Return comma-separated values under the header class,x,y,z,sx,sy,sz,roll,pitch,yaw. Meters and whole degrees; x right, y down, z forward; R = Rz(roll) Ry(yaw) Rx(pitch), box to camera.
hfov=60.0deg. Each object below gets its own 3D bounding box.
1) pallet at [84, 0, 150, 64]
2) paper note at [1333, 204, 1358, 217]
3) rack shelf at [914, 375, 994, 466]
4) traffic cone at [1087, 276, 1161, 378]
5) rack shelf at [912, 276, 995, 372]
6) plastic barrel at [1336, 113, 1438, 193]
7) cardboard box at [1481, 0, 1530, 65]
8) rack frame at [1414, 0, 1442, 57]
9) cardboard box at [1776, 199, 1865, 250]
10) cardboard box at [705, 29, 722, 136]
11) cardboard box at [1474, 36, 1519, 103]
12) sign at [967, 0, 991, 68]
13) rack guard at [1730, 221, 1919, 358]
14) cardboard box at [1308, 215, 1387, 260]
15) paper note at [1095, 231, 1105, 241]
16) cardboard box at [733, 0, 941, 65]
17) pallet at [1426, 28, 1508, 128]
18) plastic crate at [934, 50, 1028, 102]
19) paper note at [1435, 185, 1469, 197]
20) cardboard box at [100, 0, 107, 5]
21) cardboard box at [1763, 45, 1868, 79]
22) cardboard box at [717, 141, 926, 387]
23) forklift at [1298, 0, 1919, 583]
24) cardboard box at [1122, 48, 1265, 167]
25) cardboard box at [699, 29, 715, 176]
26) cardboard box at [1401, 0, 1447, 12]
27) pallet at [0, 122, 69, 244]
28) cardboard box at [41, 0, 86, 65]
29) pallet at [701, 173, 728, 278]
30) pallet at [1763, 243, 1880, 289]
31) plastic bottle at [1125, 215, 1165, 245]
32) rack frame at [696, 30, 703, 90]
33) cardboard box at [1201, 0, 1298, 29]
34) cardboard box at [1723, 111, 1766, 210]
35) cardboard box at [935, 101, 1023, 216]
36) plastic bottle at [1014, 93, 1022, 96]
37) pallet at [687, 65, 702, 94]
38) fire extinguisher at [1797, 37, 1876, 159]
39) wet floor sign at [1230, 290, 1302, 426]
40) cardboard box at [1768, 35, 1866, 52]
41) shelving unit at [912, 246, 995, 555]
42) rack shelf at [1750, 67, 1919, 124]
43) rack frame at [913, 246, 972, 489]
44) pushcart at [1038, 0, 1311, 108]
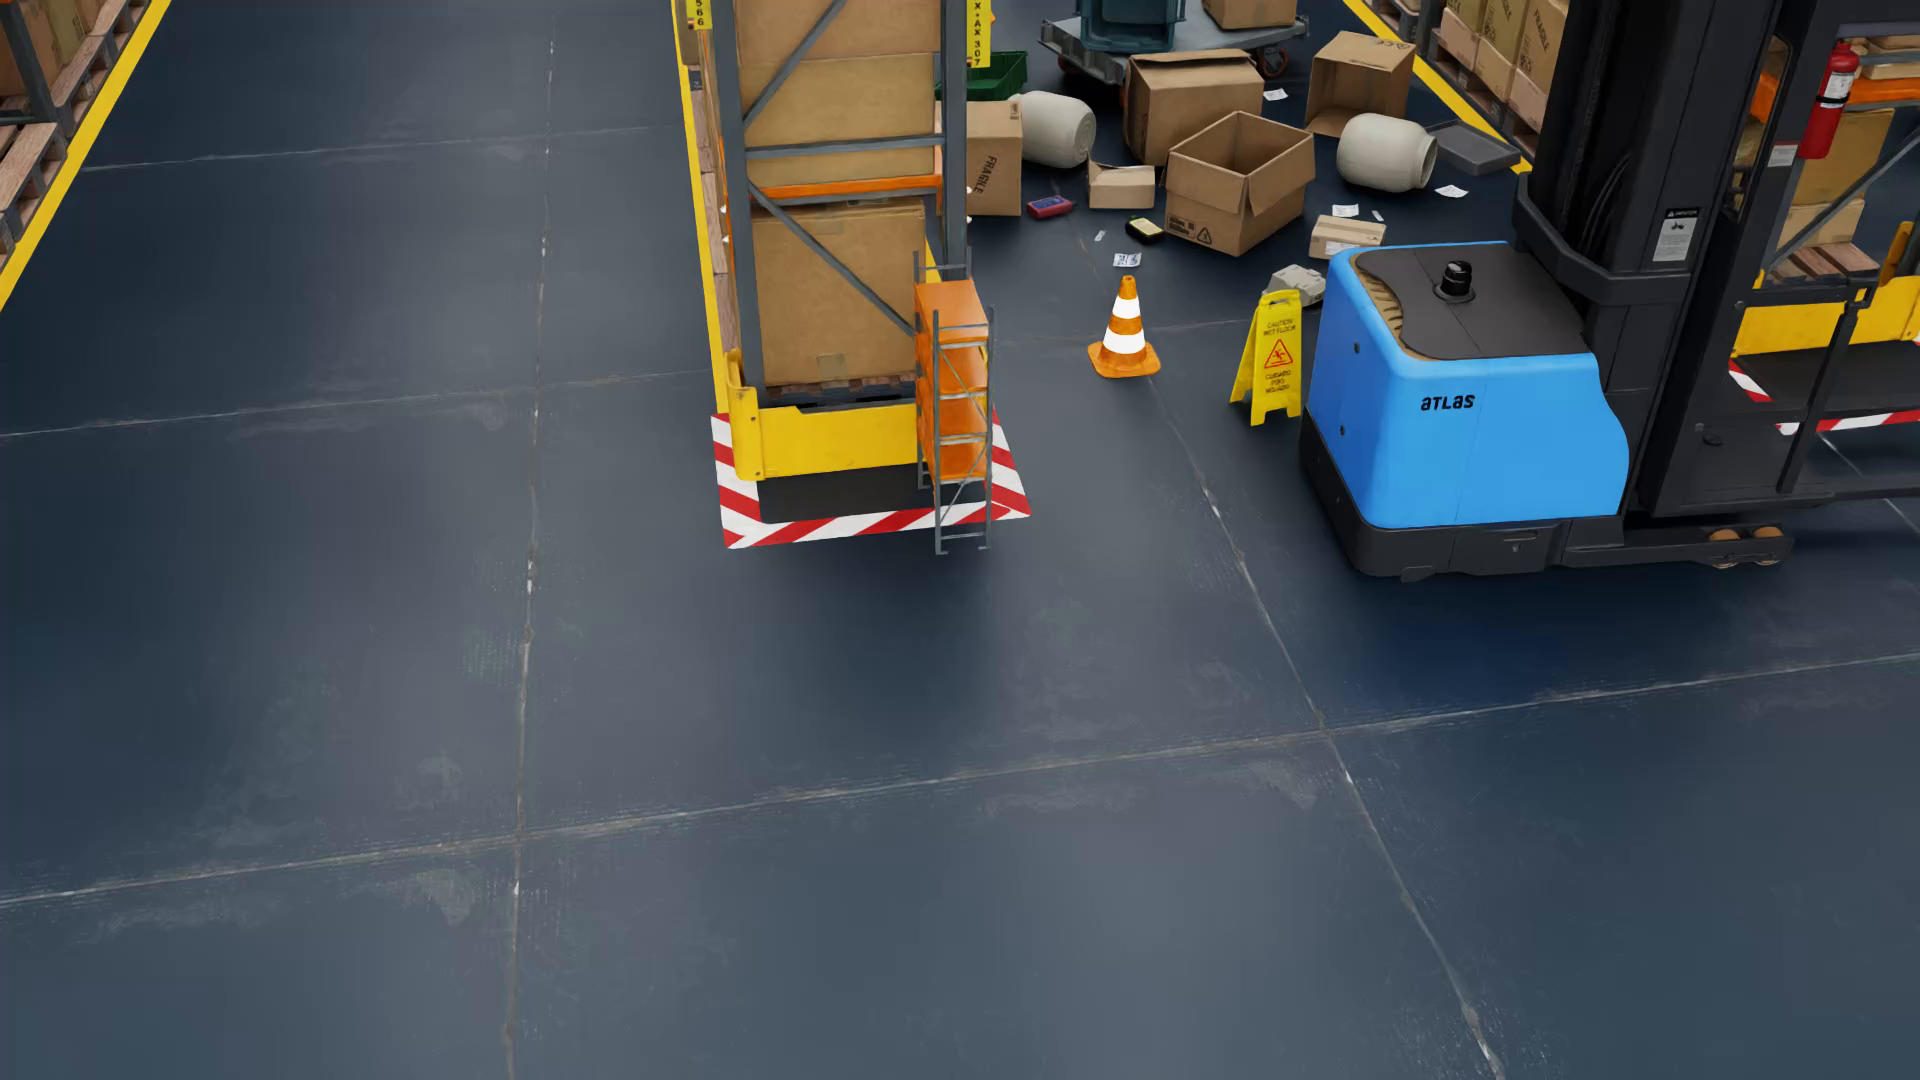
class,x,y,z,sx,sy,sz,roll,pitch,yaw
pallet,-6.432,-3.678,11.812,1.003,0.211,1.213,-6,38,-8
paper note,2.254,-1.930,9.718,0.148,0.019,0.142,6,38,8
rack shelf,-0.029,-0.521,7.052,0.258,0.148,0.480,-6,38,-8
traffic cone,0.830,-1.099,8.287,0.336,0.463,0.334,-6,38,-8
rack shelf,-0.029,-0.884,6.770,0.258,0.148,0.480,-6,38,-8
plastic barrel,2.528,-2.288,9.850,0.512,0.421,0.421,19,42,23
cardboard box,3.622,-3.305,10.347,0.500,0.500,0.500,-5,38,-6
rack frame,3.679,-4.637,10.773,1.000,3.000,0.127,-6,38,-8
cardboard box,4.511,-1.818,9.043,0.500,0.250,0.500,-7,38,-8
cardboard box,-0.703,-2.235,7.560,0.875,0.550,0.550,-6,38,-8
cardboard box,3.622,-3.010,10.578,0.500,0.250,0.500,-4,38,-5
sign,0.072,-2.056,6.682,0.100,0.325,0.005,-6,38,-8
rack guard,4.367,-1.279,8.489,1.175,0.500,0.348,-6,38,-8
cardboard box,2.162,-1.669,9.277,0.380,0.149,0.250,13,40,16
paper note,0.797,-1.733,9.472,0.032,0.001,0.123,13,40,16
cardboard box,-0.502,-2.341,6.816,0.875,0.550,0.550,-6,38,-8
pallet,3.832,-3.134,11.111,1.003,0.211,1.213,-6,38,-8
plastic crate,0.144,-2.991,10.901,0.450,0.188,0.662,4,37,22
paper note,2.928,-2.080,9.902,0.142,0.019,0.148,-20,42,-23
cardboard box,-6.425,-4.095,11.756,0.700,0.500,0.500,-3,38,-4
cardboard box,4.104,-2.324,8.002,0.380,0.149,0.250,-5,38,-6
cardboard box,-0.659,-1.356,7.941,0.875,0.875,0.875,-6,38,-8
forklift,3.112,-1.358,6.608,3.031,2.935,1.130,-4,38,-5
cardboard box,1.408,-2.641,10.129,0.797,0.637,0.503,-6,38,-8
cardboard box,-0.973,-2.438,9.333,0.875,0.875,0.875,-6,38,-8
cardboard box,3.585,-4.081,11.858,0.950,0.372,0.625,-6,38,-7
pallet,-5.925,-2.068,9.739,1.003,0.211,1.213,-6,38,-8
cardboard box,-6.229,-3.421,10.887,0.700,0.500,0.500,-6,38,-8
pallet,-0.903,-1.736,9.312,1.003,0.211,1.213,-6,38,-8
pallet,4.260,-1.660,9.214,1.003,0.211,1.213,-6,38,-8
plastic bottle,1.036,-1.775,9.485,0.133,0.061,0.283,-20,42,-23
rack frame,-1.176,-4.043,10.009,1.000,3.000,0.127,-6,38,-8
cardboard box,1.932,-3.739,11.038,0.500,0.500,0.500,-6,38,-8
cardboard box,3.983,-2.053,8.735,0.500,0.500,0.500,-6,38,-8
cardboard box,0.106,-2.230,9.711,0.500,0.500,0.500,0,38,0
plastic bottle,0.358,-2.878,10.905,0.133,0.061,0.283,-27,45,-31
pallet,-1.386,-3.400,11.454,1.003,0.211,1.213,-6,38,-8
fire extinguisher,3.947,-2.071,7.534,0.296,0.674,0.183,-6,38,-8
wet floor sign,1.479,-0.893,7.873,0.267,0.644,0.232,-13,40,-16
cardboard box,4.014,-2.676,7.925,0.500,0.500,0.500,-7,38,-9
shelving unit,-0.029,-0.574,7.011,0.258,1.200,0.503,-6,38,-8
rack shelf,4.030,-3.144,9.439,1.077,0.370,4.000,-6,38,-8
rack frame,-0.072,-0.721,7.200,0.240,1.200,0.015,-6,38,-8
pushcart,1.443,-3.326,11.223,1.648,0.377,0.936,-20,42,-23
